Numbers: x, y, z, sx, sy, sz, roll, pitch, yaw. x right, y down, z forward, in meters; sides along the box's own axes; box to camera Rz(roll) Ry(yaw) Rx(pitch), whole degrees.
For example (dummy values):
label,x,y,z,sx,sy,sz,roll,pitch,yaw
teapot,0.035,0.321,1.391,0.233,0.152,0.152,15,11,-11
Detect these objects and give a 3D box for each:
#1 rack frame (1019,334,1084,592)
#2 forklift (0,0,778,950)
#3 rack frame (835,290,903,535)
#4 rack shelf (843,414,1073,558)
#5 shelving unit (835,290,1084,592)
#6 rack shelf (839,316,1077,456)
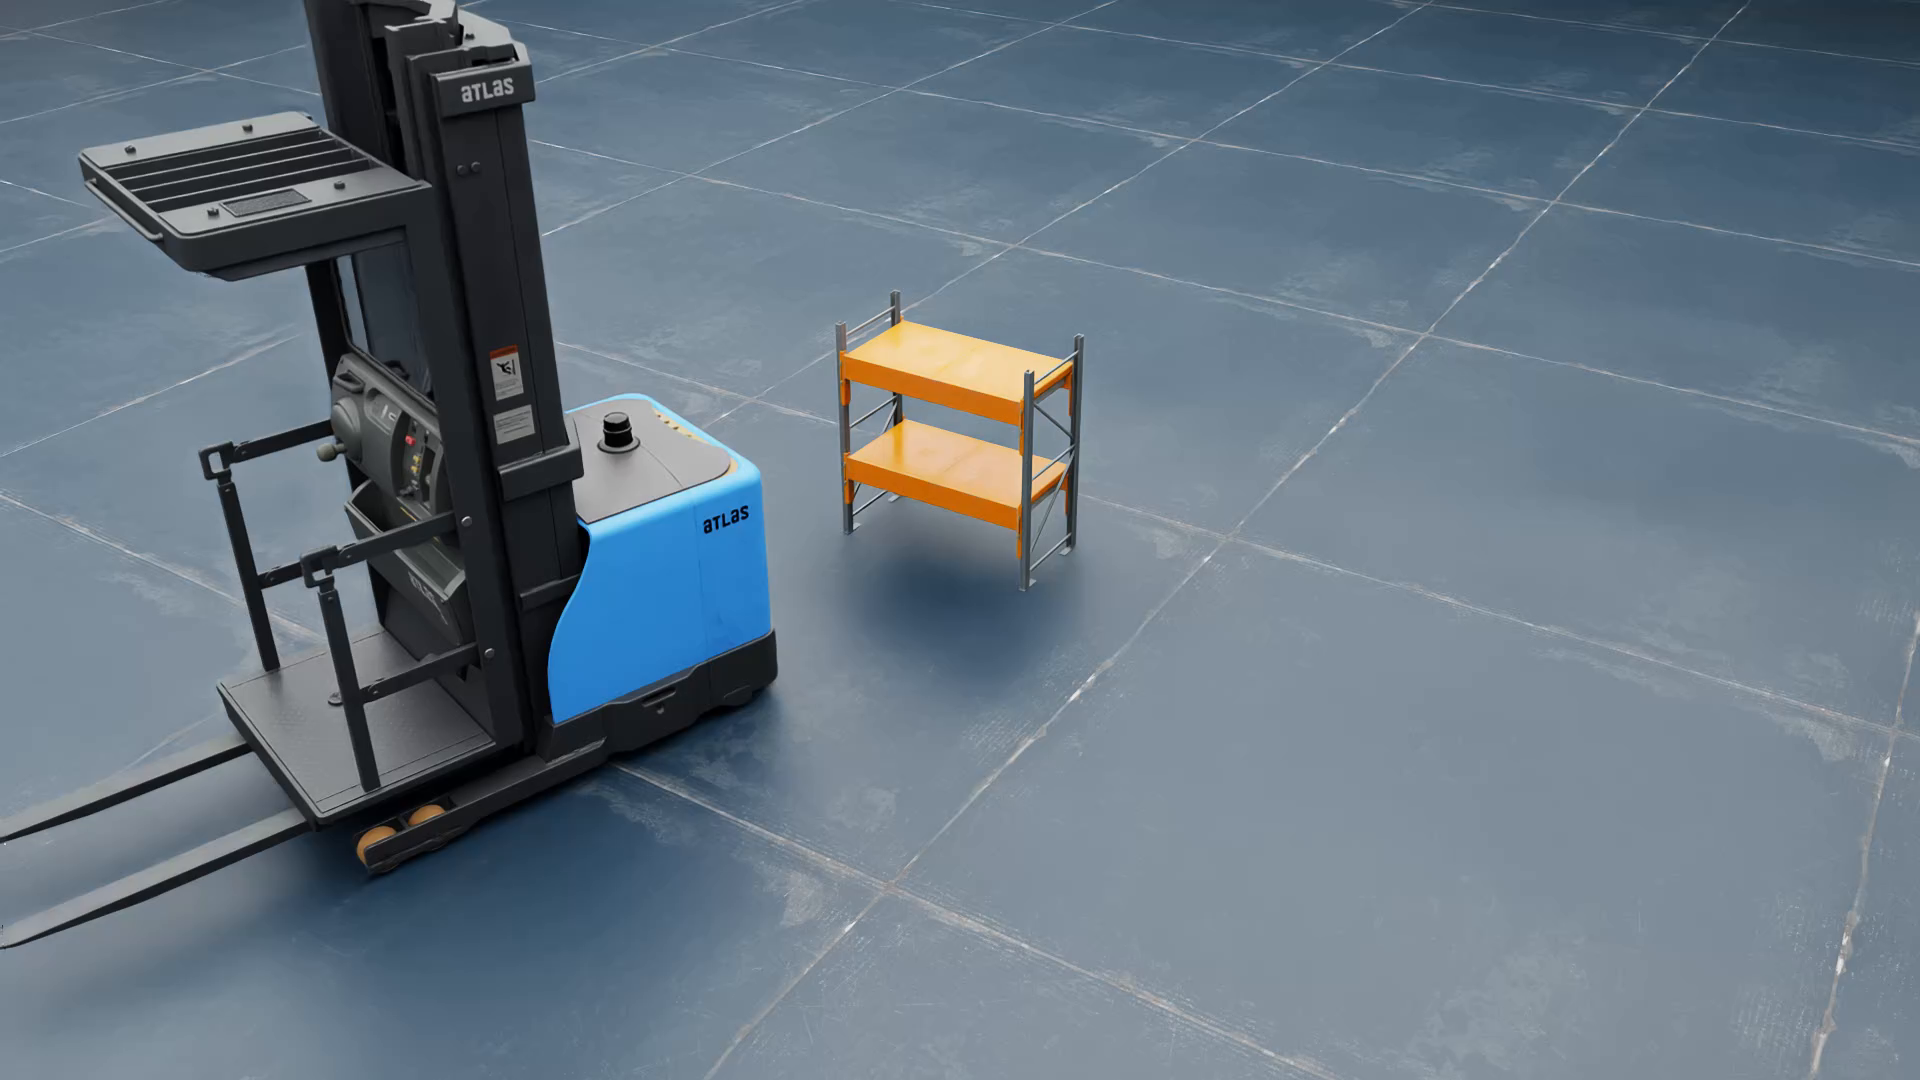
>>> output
label,x,y,z,sx,sy,sz,roll,pitch,yaw
rack frame,0.425,-0.351,7.736,0.032,1.125,0.500,18,35,27
forklift,-2.237,-0.338,5.921,3.031,2.935,1.130,-23,37,-34
rack frame,-0.436,-0.624,8.203,0.032,1.125,0.500,18,35,27
rack shelf,-0.006,-0.276,8.093,1.000,0.278,0.538,18,35,27
shelving unit,-0.006,-0.488,7.970,1.048,1.125,0.538,18,35,27
rack shelf,-0.006,-0.740,7.822,1.000,0.278,0.538,18,35,27
